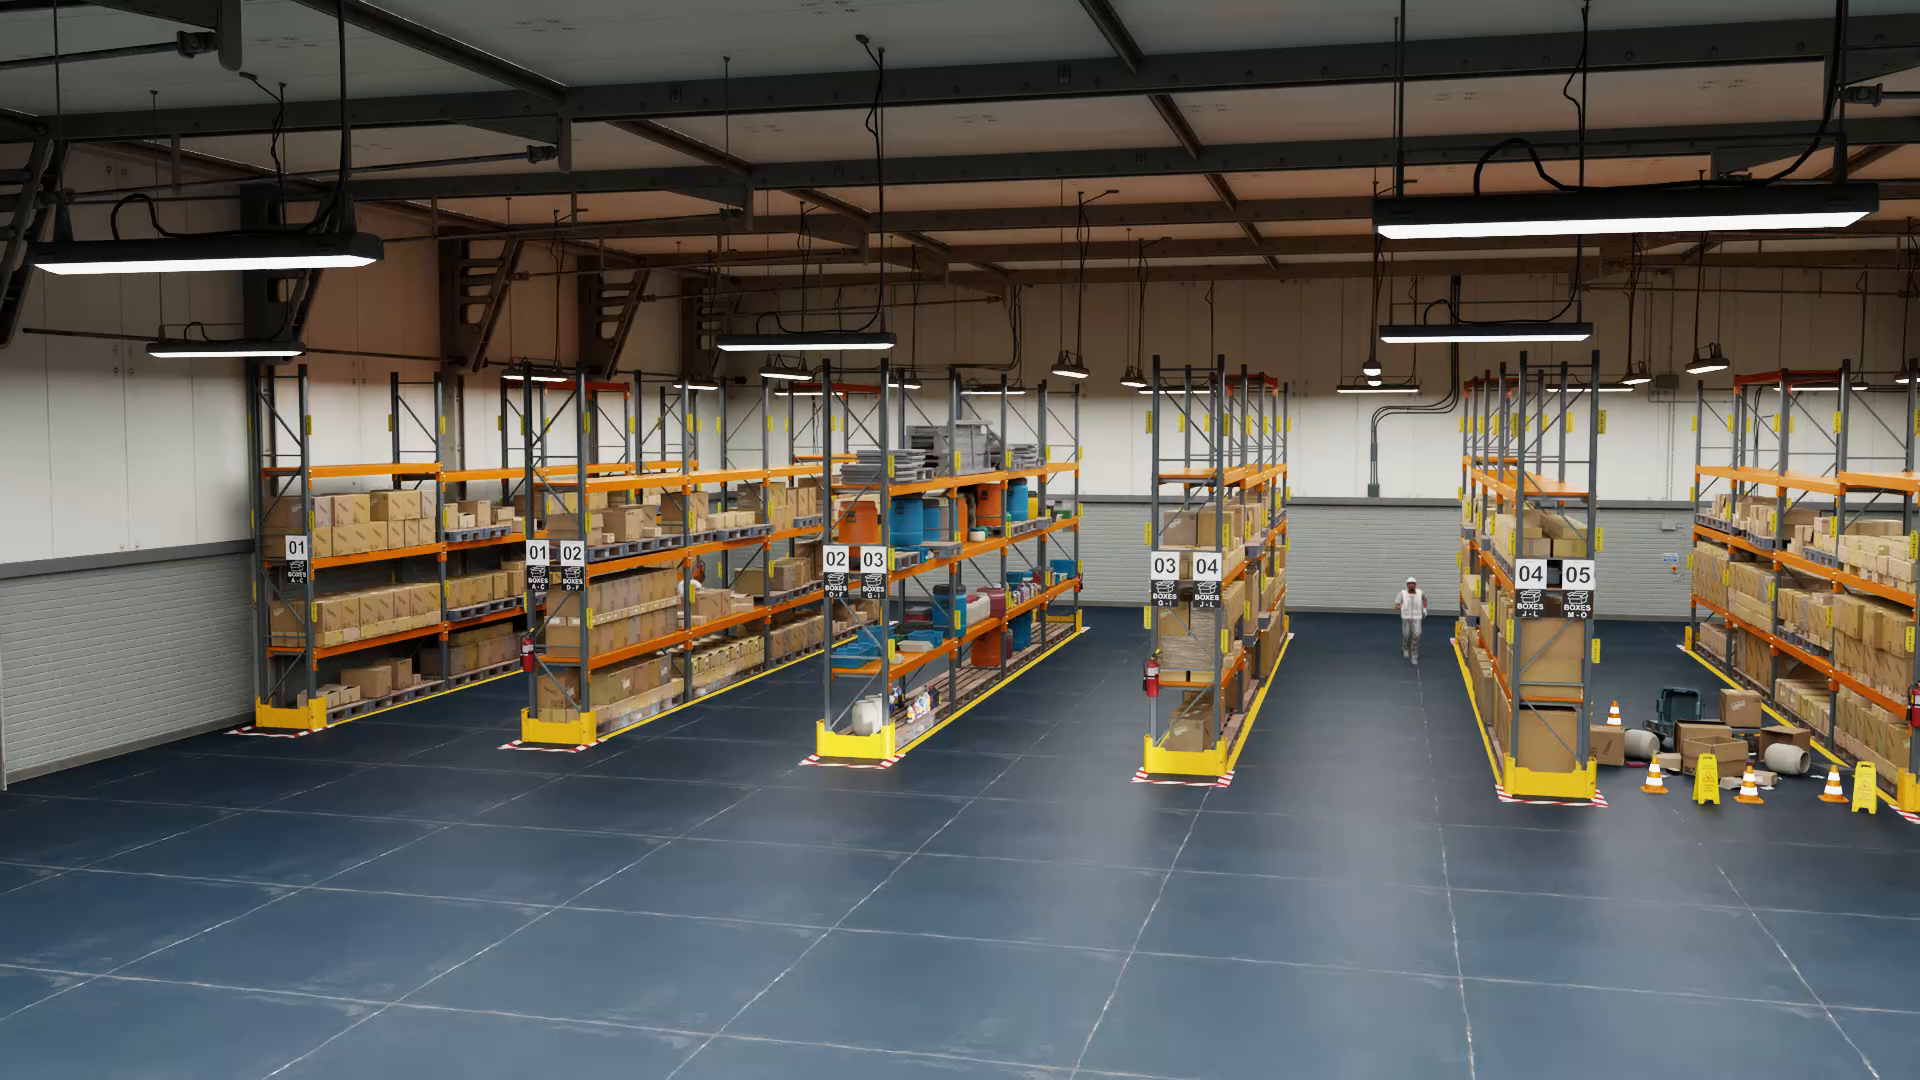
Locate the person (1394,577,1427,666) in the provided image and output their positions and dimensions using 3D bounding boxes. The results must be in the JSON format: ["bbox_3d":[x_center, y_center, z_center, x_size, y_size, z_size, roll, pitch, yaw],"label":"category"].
[{"bbox_3d":[9.509,1.688,35.071,0.686,1.819,0.924,1,4,12],"label":"person"}]

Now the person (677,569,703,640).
[{"bbox_3d":[-6.162,1.512,37.889,0.681,1.763,0.790,0,4,7],"label":"person"}]
